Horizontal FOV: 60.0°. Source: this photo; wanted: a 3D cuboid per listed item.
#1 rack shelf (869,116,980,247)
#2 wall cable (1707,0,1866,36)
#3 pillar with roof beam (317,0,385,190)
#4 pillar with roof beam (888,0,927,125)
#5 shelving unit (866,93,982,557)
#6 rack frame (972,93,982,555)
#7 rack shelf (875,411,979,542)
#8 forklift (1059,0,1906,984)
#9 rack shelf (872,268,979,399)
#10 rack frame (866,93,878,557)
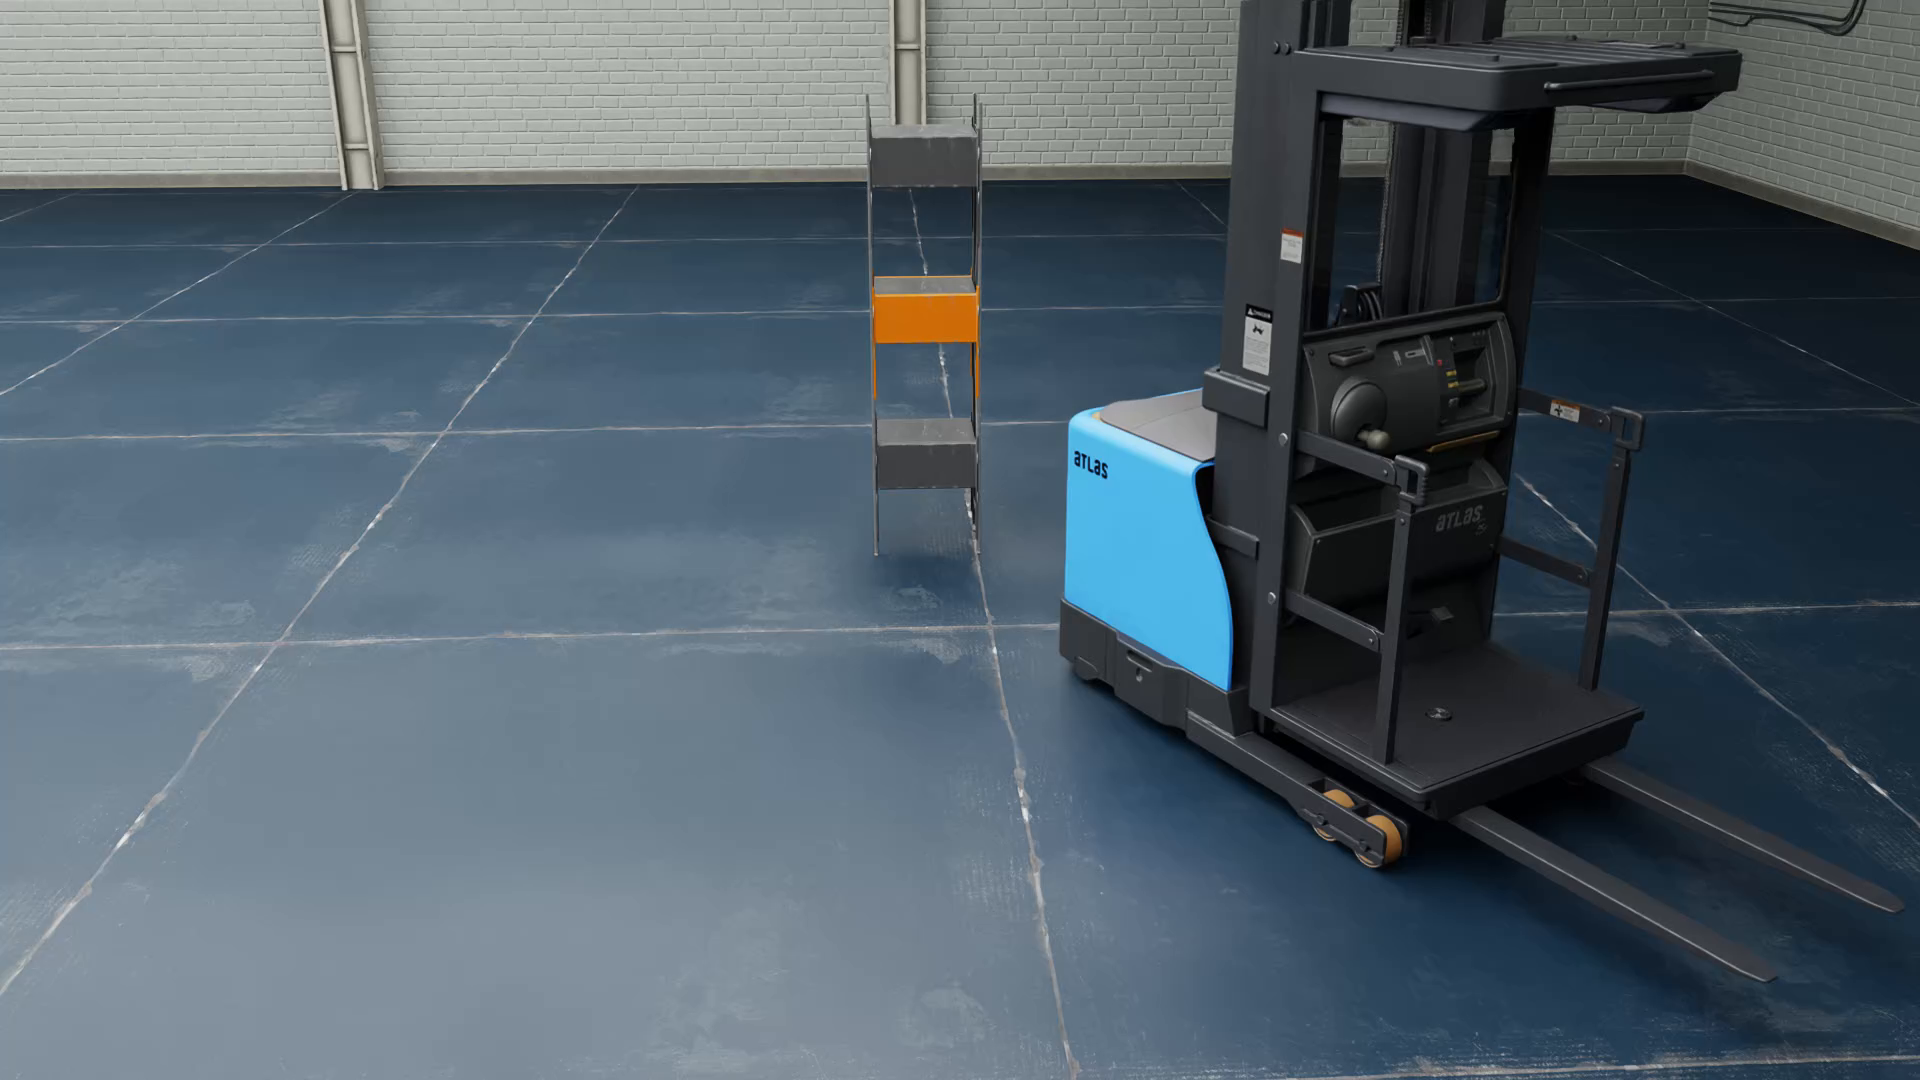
[{"bbox_3d":[-0.165,-1.619,7.494,0.480,0.518,0.431,-1,21,-3],"label":"rack shelf"},{"bbox_3d":[8.433,-6.471,16.835,0.112,2.526,3.097,-1,21,-3],"label":"wall cable"},{"bbox_3d":[-6.318,-6.559,12.702,0.400,9.000,9.100,-1,21,-3],"label":"pillar with roof beam"},{"bbox_3d":[-0.328,-6.681,13.023,0.400,9.000,9.100,-1,21,-3],"label":"pillar with roof beam"},{"bbox_3d":[-0.165,-0.978,7.739,0.503,2.100,0.431,-1,21,-3],"label":"shelving unit"},{"bbox_3d":[0.078,-0.983,7.752,0.015,2.100,0.400,-1,21,-3],"label":"rack frame"},{"bbox_3d":[-0.165,-0.311,7.992,0.480,0.518,0.431,-1,21,-3],"label":"rack shelf"},{"bbox_3d":[1.613,-0.506,5.332,1.130,2.935,3.031,-13,24,-30],"label":"forklift"},{"bbox_3d":[-0.165,-0.965,7.743,0.480,0.518,0.431,-1,21,-3],"label":"rack shelf"},{"bbox_3d":[-0.409,-0.973,7.726,0.015,2.100,0.400,-1,21,-3],"label":"rack frame"}]
